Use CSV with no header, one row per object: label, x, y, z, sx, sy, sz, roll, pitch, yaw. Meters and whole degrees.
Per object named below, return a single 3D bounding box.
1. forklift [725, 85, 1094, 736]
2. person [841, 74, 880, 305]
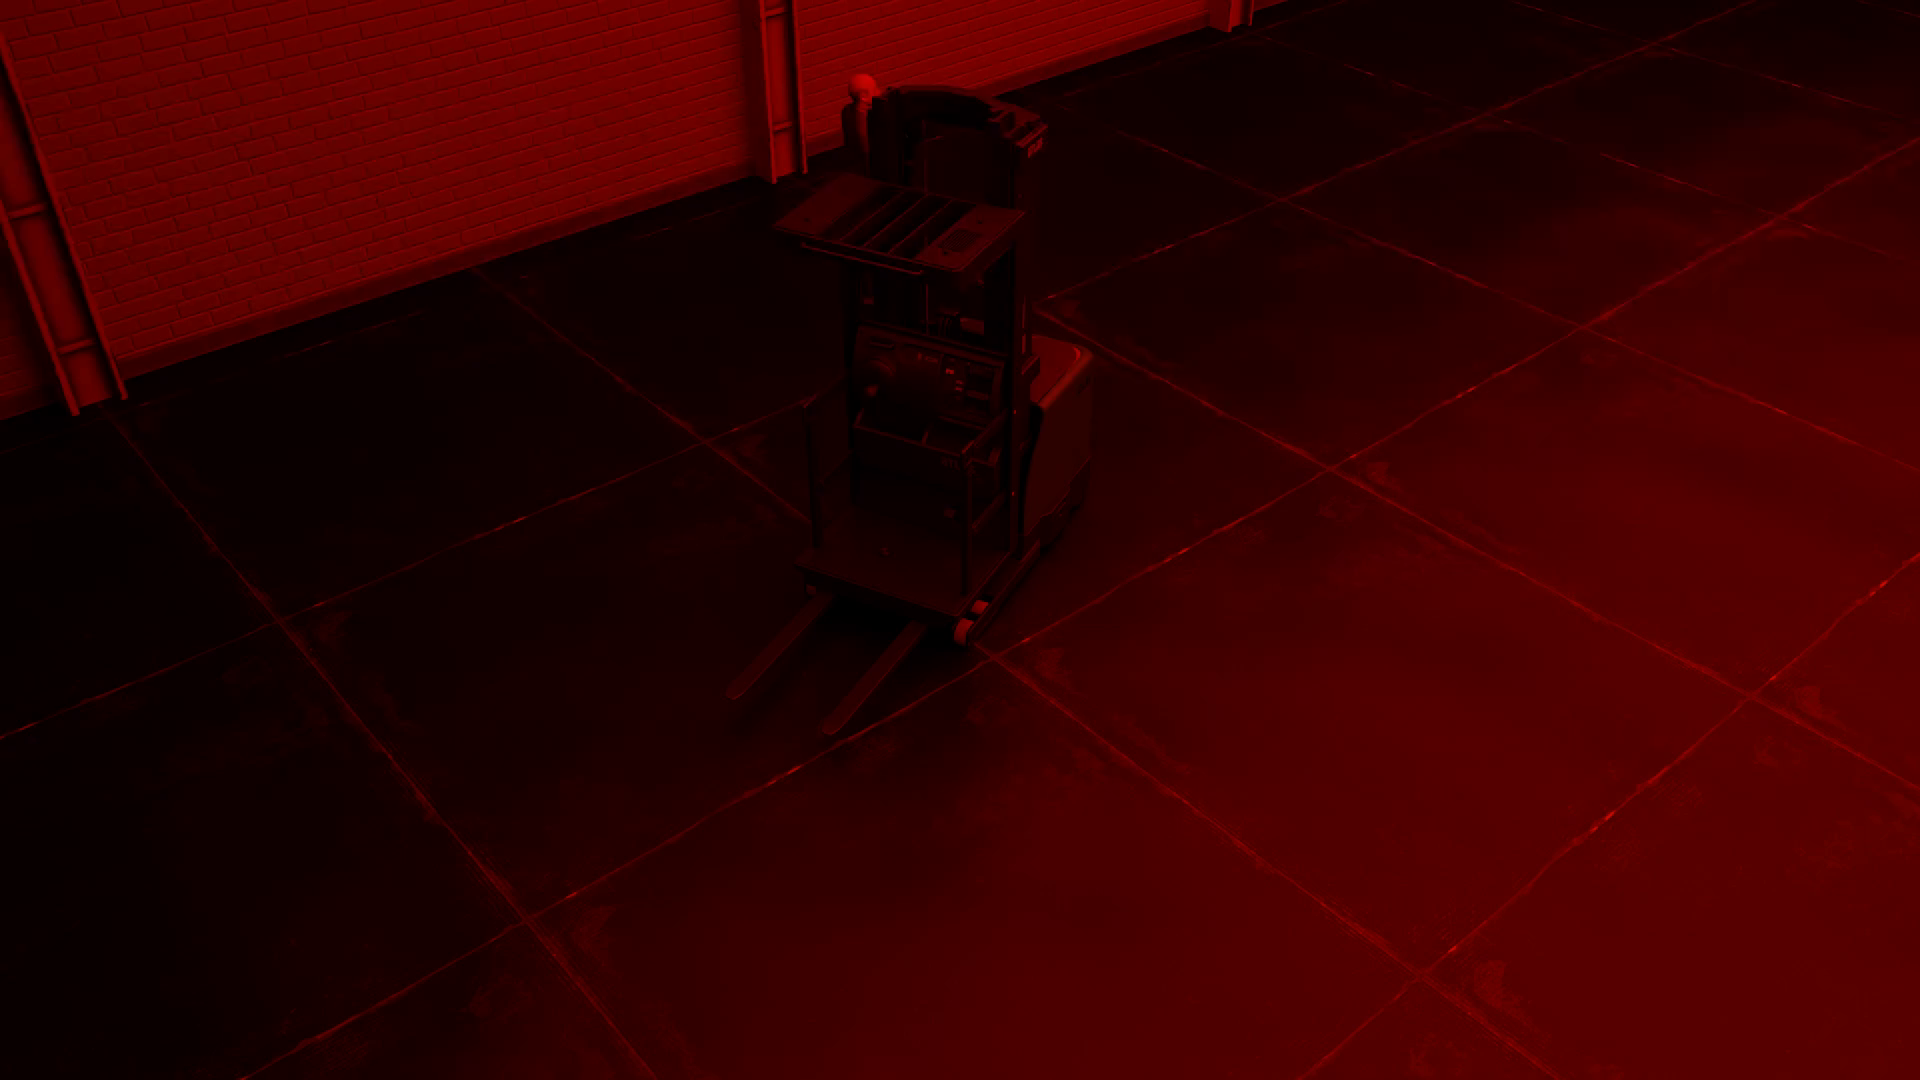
forklift,-0.280,-0.861,9.197,1.130,2.935,3.031,17,40,22
person,-0.659,-2.683,12.645,0.392,1.782,0.547,-13,38,-17
